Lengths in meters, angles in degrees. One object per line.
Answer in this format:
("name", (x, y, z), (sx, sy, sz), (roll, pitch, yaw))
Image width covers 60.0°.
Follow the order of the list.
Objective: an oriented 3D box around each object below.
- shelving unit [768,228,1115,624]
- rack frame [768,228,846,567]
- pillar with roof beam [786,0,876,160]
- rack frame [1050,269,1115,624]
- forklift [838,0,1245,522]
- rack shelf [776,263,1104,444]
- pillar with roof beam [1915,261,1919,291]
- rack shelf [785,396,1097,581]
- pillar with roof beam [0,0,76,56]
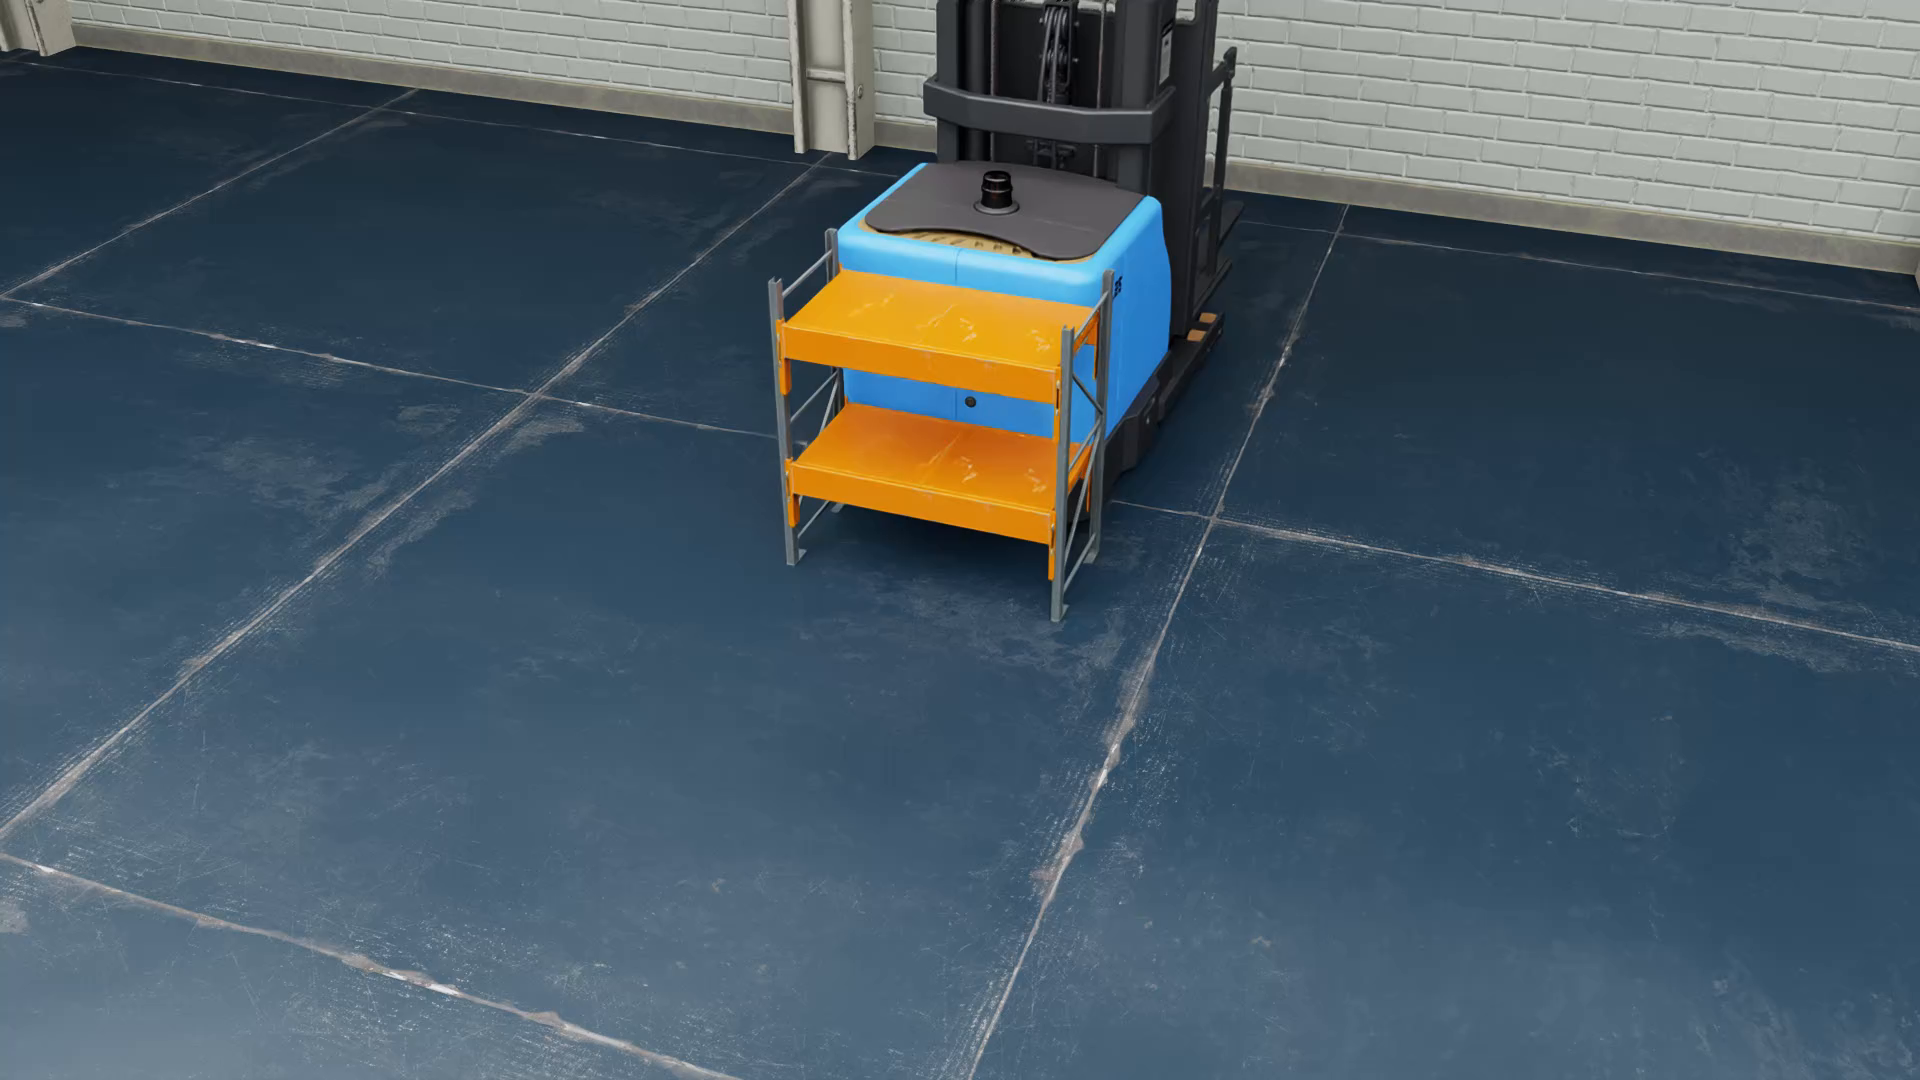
("shelving unit", (-0.058, -0.407, 5.843), (1.048, 1.125, 0.538), (11, 35, 17))
("rack frame", (-0.534, -0.503, 5.992), (0.032, 1.125, 0.500), (11, 35, 17))
("pillar with roof beam", (-2.188, -3.906, 4.003), (0.400, 9.000, 9.100), (11, 34, 16))
("rack frame", (0.418, -0.310, 5.694), (0.032, 1.125, 0.500), (11, 35, 17))
("forklift", (0.563, -2.086, 6.779), (1.130, 2.935, 3.031), (13, 35, 19))
("rack shelf", (-0.058, -0.653, 5.684), (1.000, 0.278, 0.538), (11, 35, 17))
("pillar with roof beam", (3.460, -2.808, 2.302), (0.400, 9.000, 9.100), (11, 34, 16))
("rack shelf", (-0.058, -0.201, 5.976), (1.000, 0.278, 0.538), (11, 35, 17))
("pillar with roof beam", (-7.836, -5.004, 5.703), (0.400, 9.000, 9.100), (11, 34, 16))
